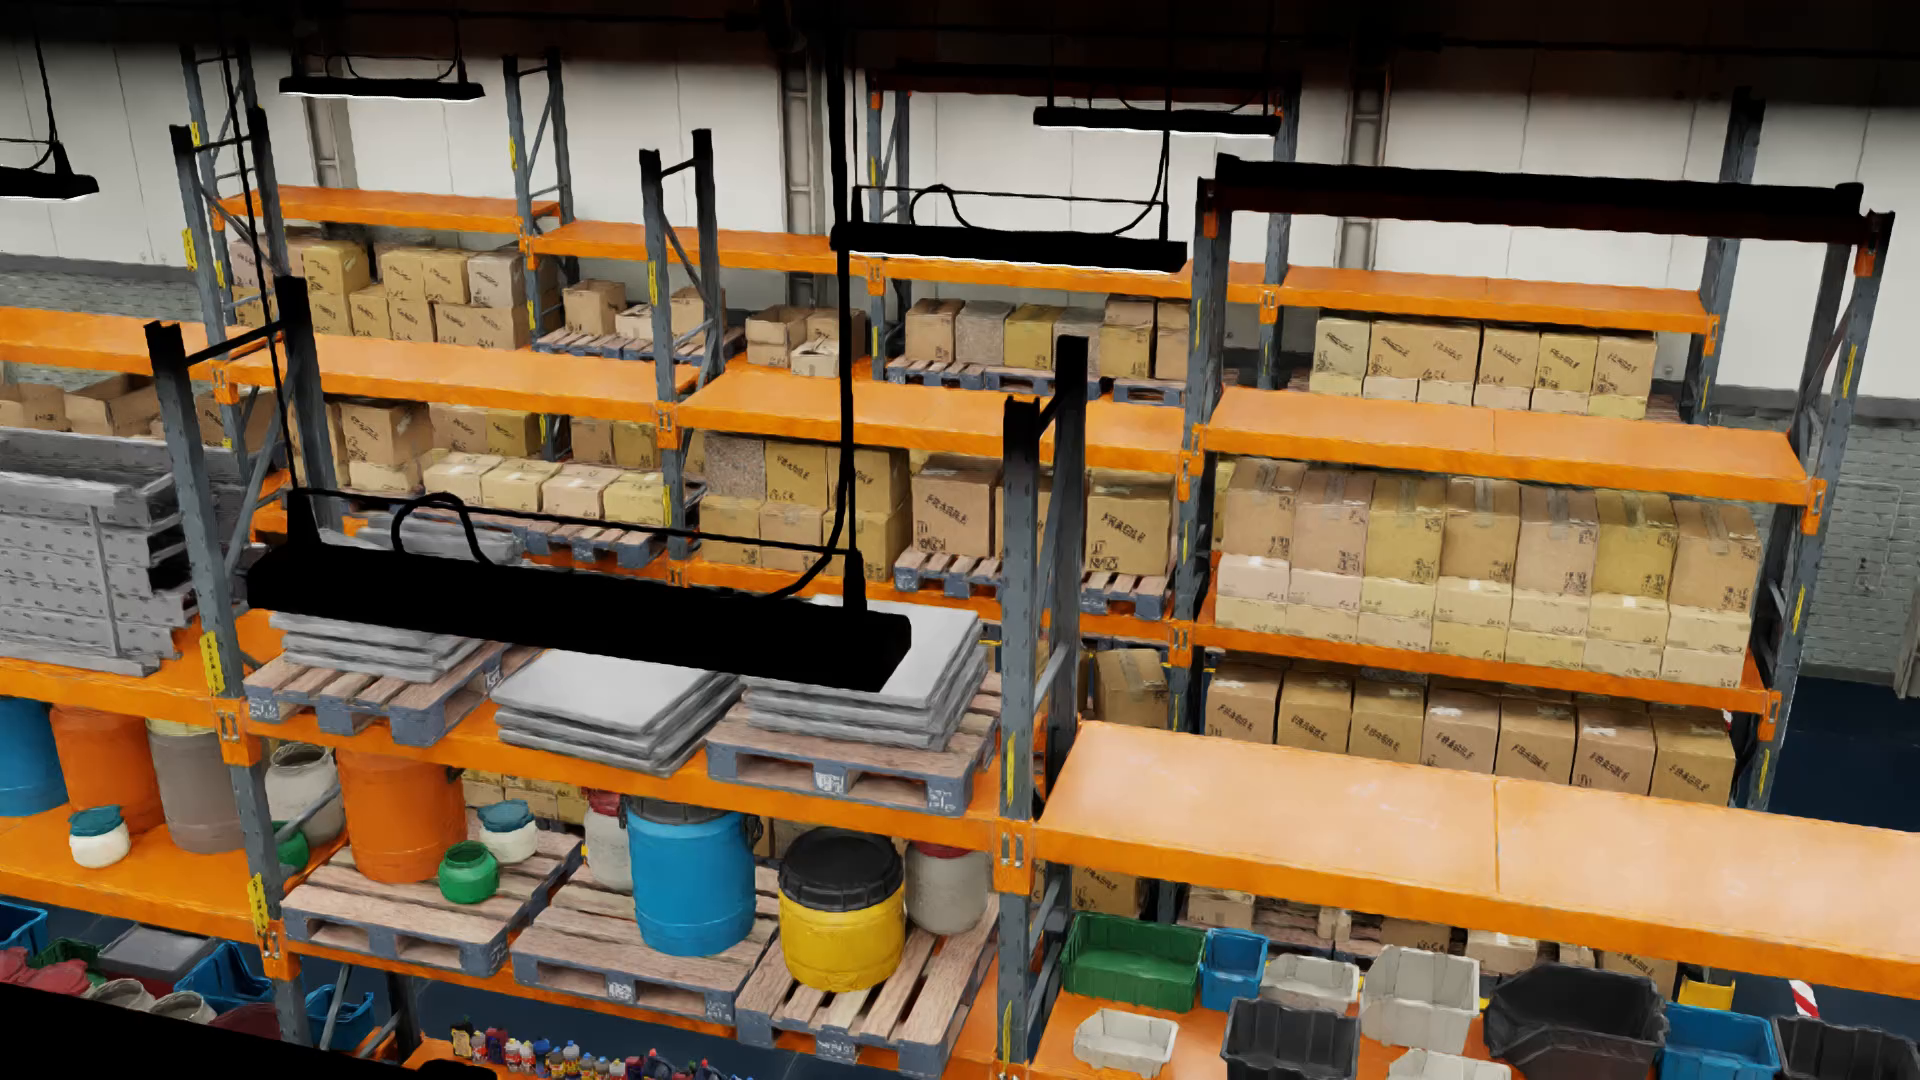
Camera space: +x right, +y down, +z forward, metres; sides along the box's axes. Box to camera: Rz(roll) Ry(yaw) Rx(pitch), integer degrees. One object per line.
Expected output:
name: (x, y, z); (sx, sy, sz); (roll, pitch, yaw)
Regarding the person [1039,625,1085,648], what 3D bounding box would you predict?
person: (0.889, 1.064, 15.956); (1.045, 1.736, 0.565); (6, 23, 14)
